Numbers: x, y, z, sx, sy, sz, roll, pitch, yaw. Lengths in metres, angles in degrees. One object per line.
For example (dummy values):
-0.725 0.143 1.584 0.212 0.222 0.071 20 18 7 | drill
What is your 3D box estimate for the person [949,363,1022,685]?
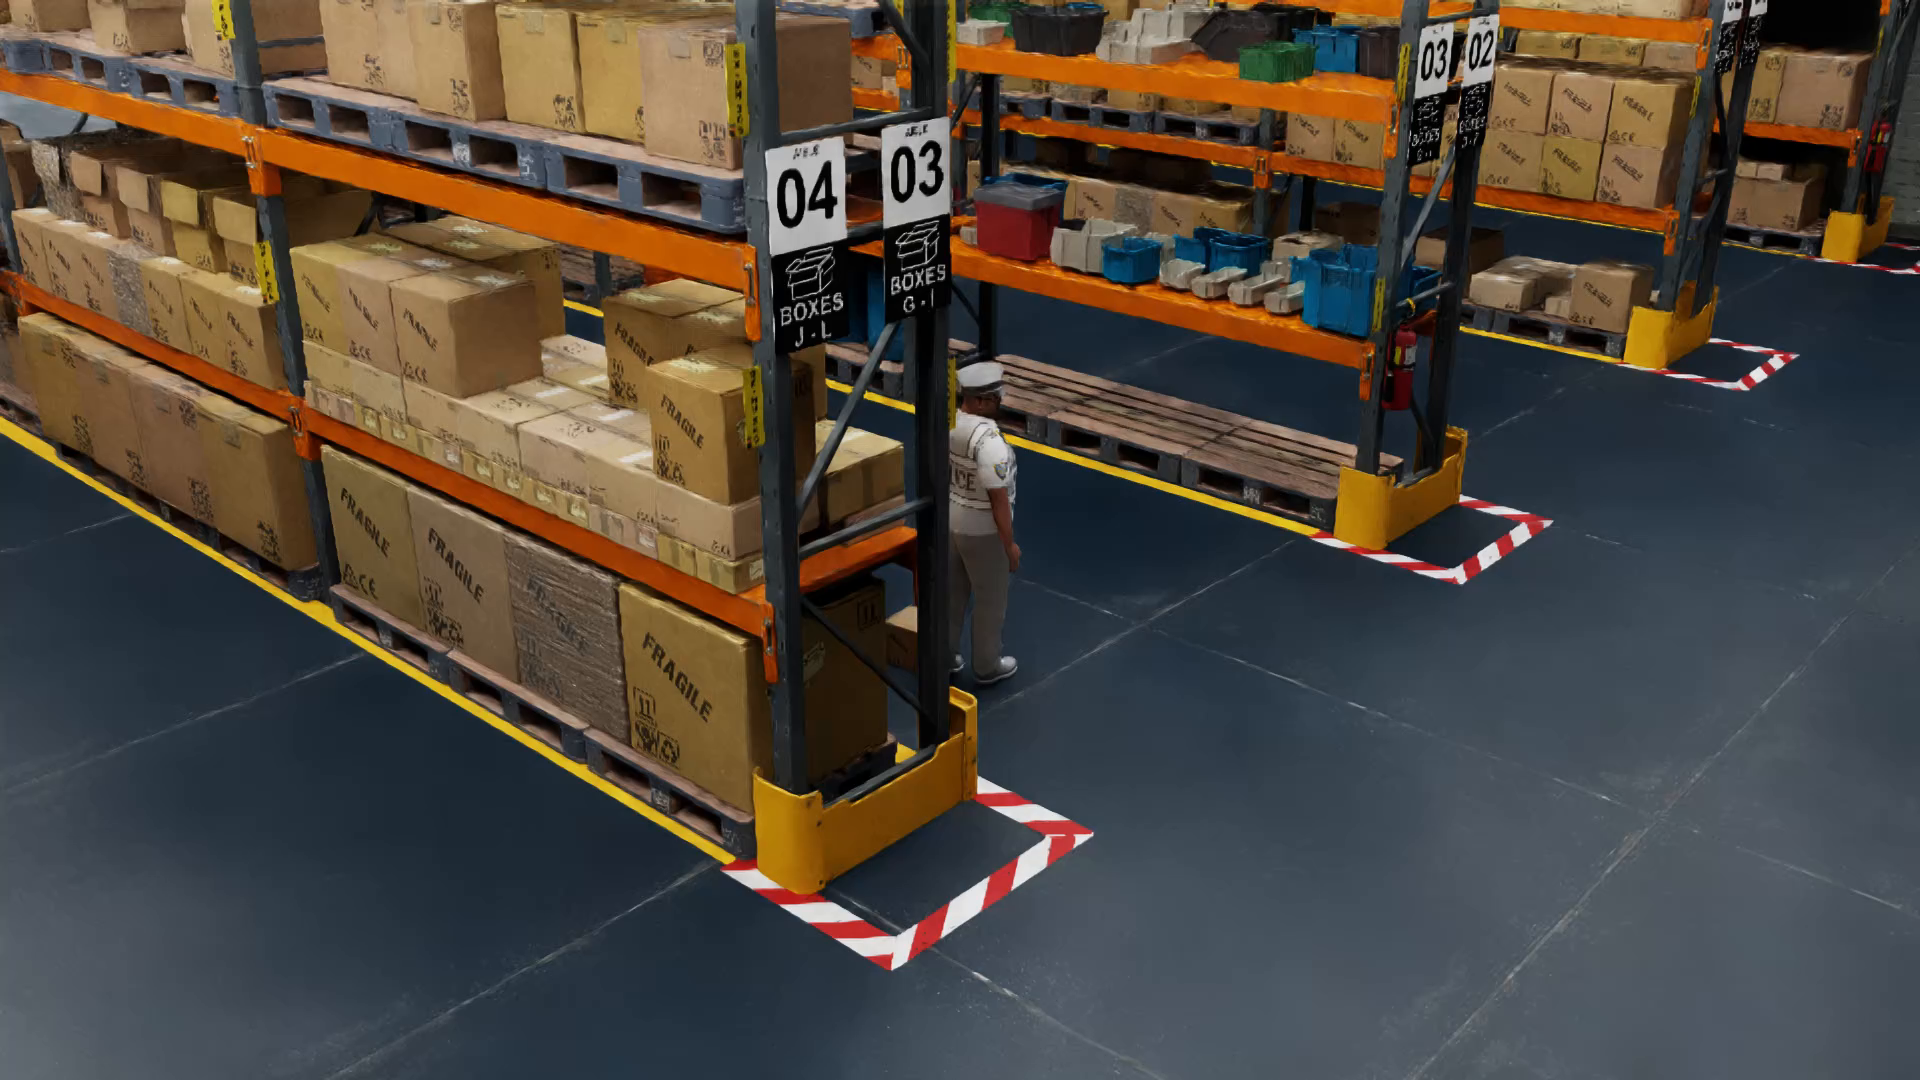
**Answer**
0.090 -0.056 8.716 0.480 1.780 0.619 -17 29 -34 | person
